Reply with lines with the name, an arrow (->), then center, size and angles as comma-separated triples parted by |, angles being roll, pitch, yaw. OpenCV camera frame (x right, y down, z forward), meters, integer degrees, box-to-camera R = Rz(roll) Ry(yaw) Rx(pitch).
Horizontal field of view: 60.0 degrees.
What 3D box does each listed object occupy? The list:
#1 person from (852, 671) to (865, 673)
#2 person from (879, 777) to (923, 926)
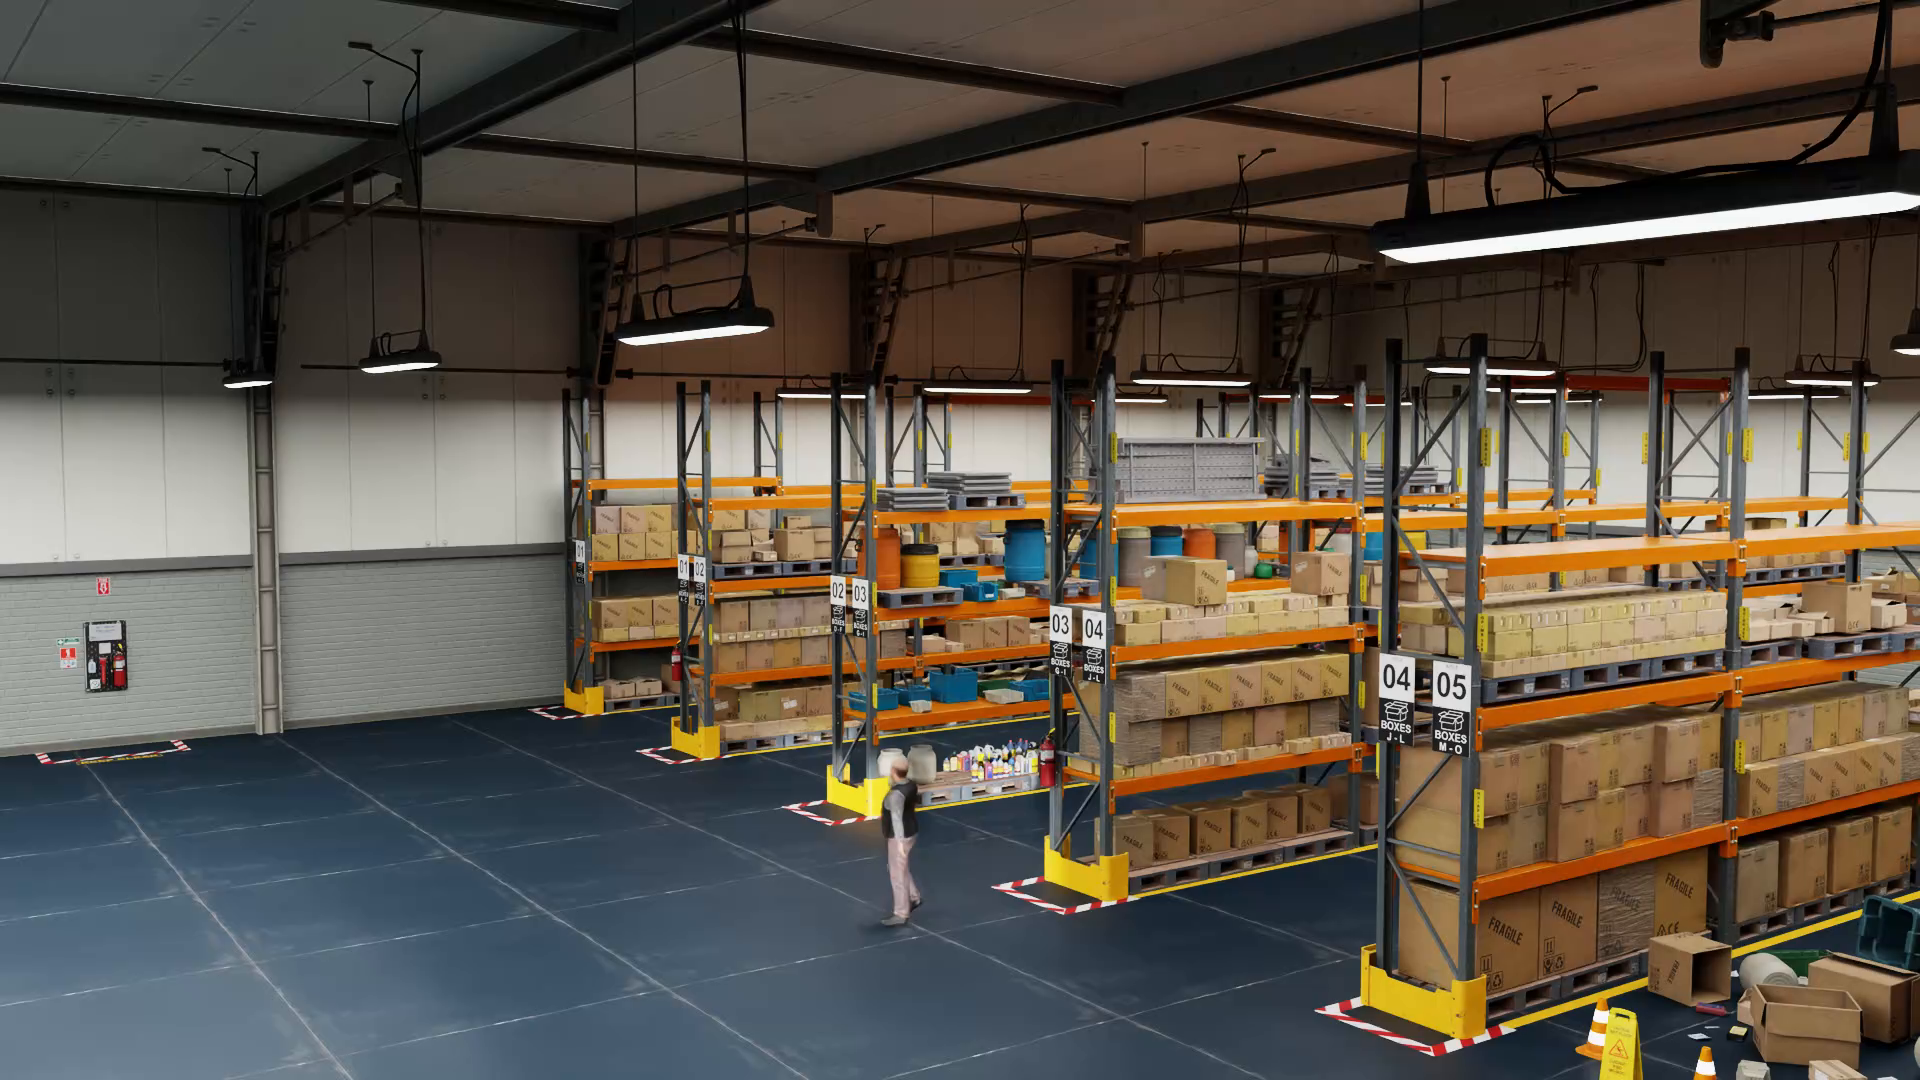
person -> -1.988, 2.300, 31.171 | 0.585, 1.811, 0.592 | 1, 4, 15
person -> -0.622, 3.259, 17.589 | 0.403, 1.538, 0.598 | 1, 4, 12
